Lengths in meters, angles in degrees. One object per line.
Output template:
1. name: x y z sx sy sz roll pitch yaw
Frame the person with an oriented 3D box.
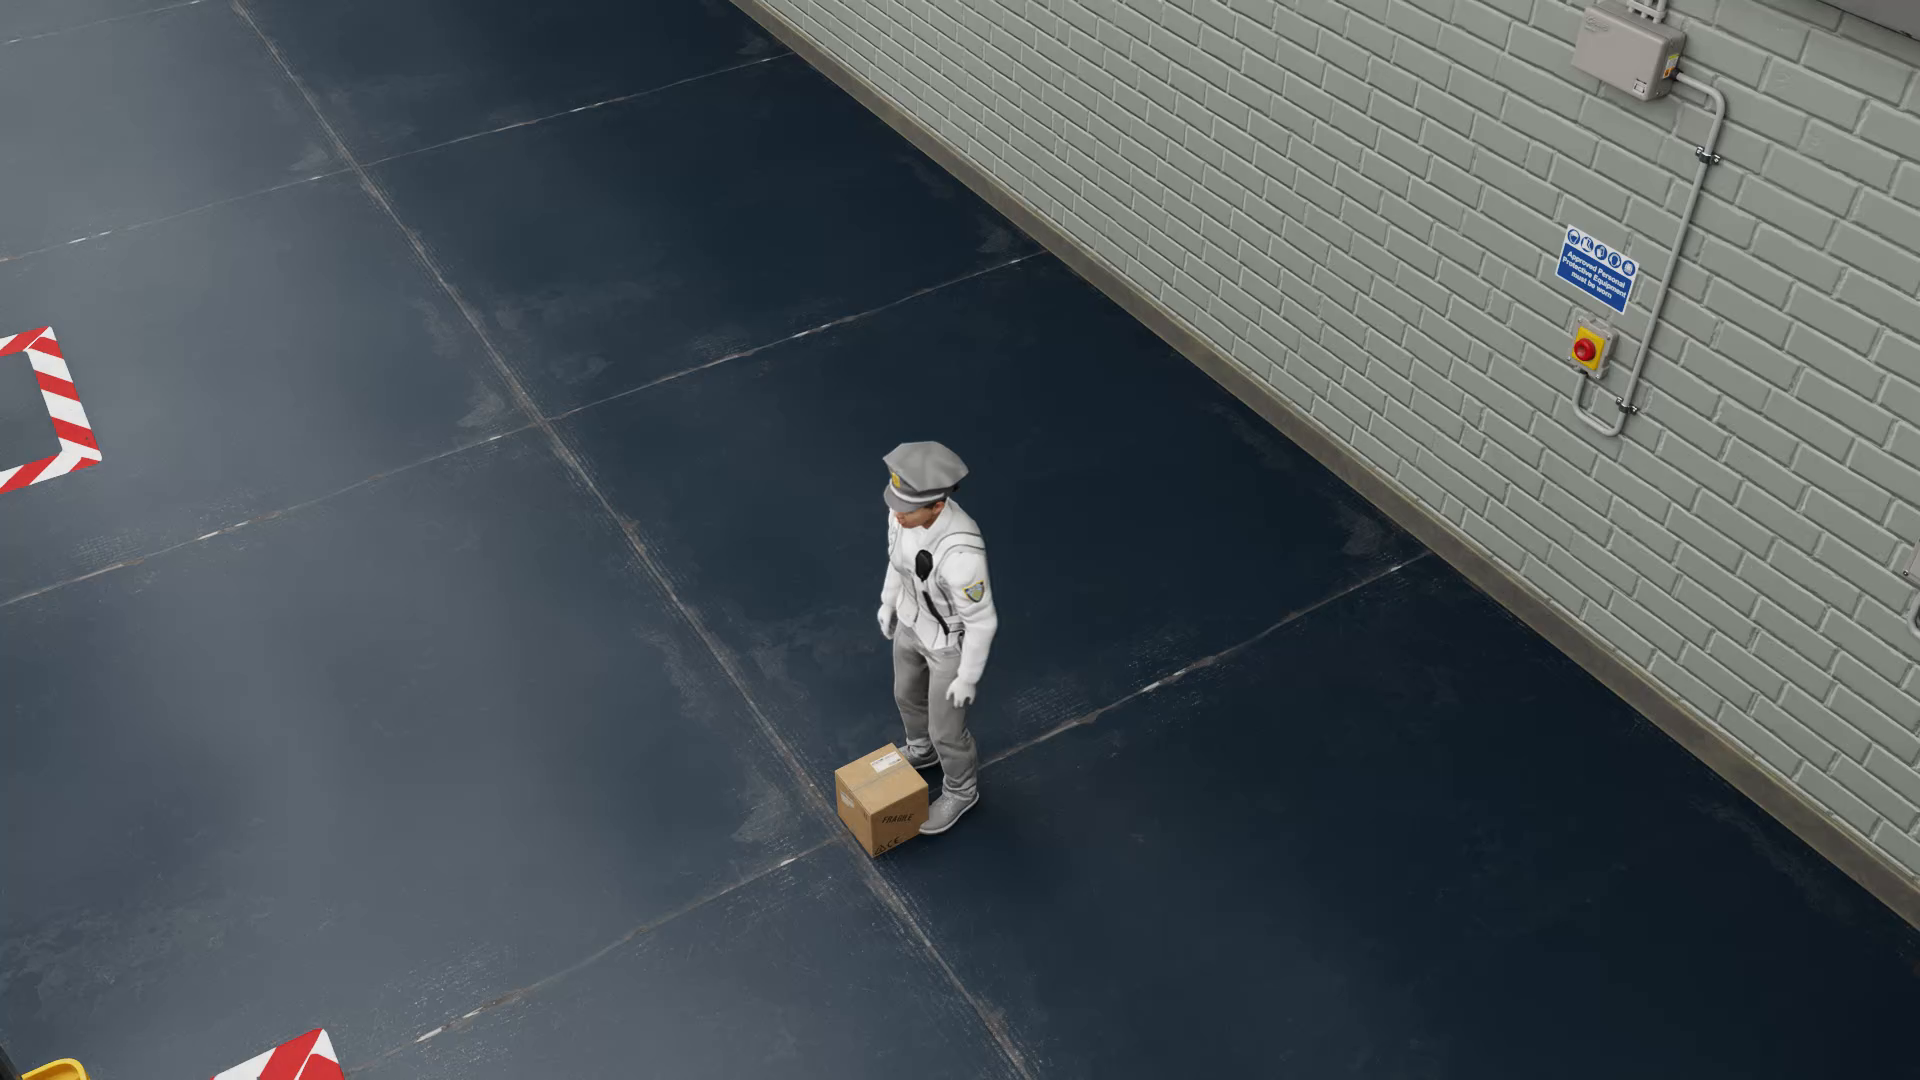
1. person: -0.085 0.341 5.761 0.370 1.666 0.544 -25 47 -26
